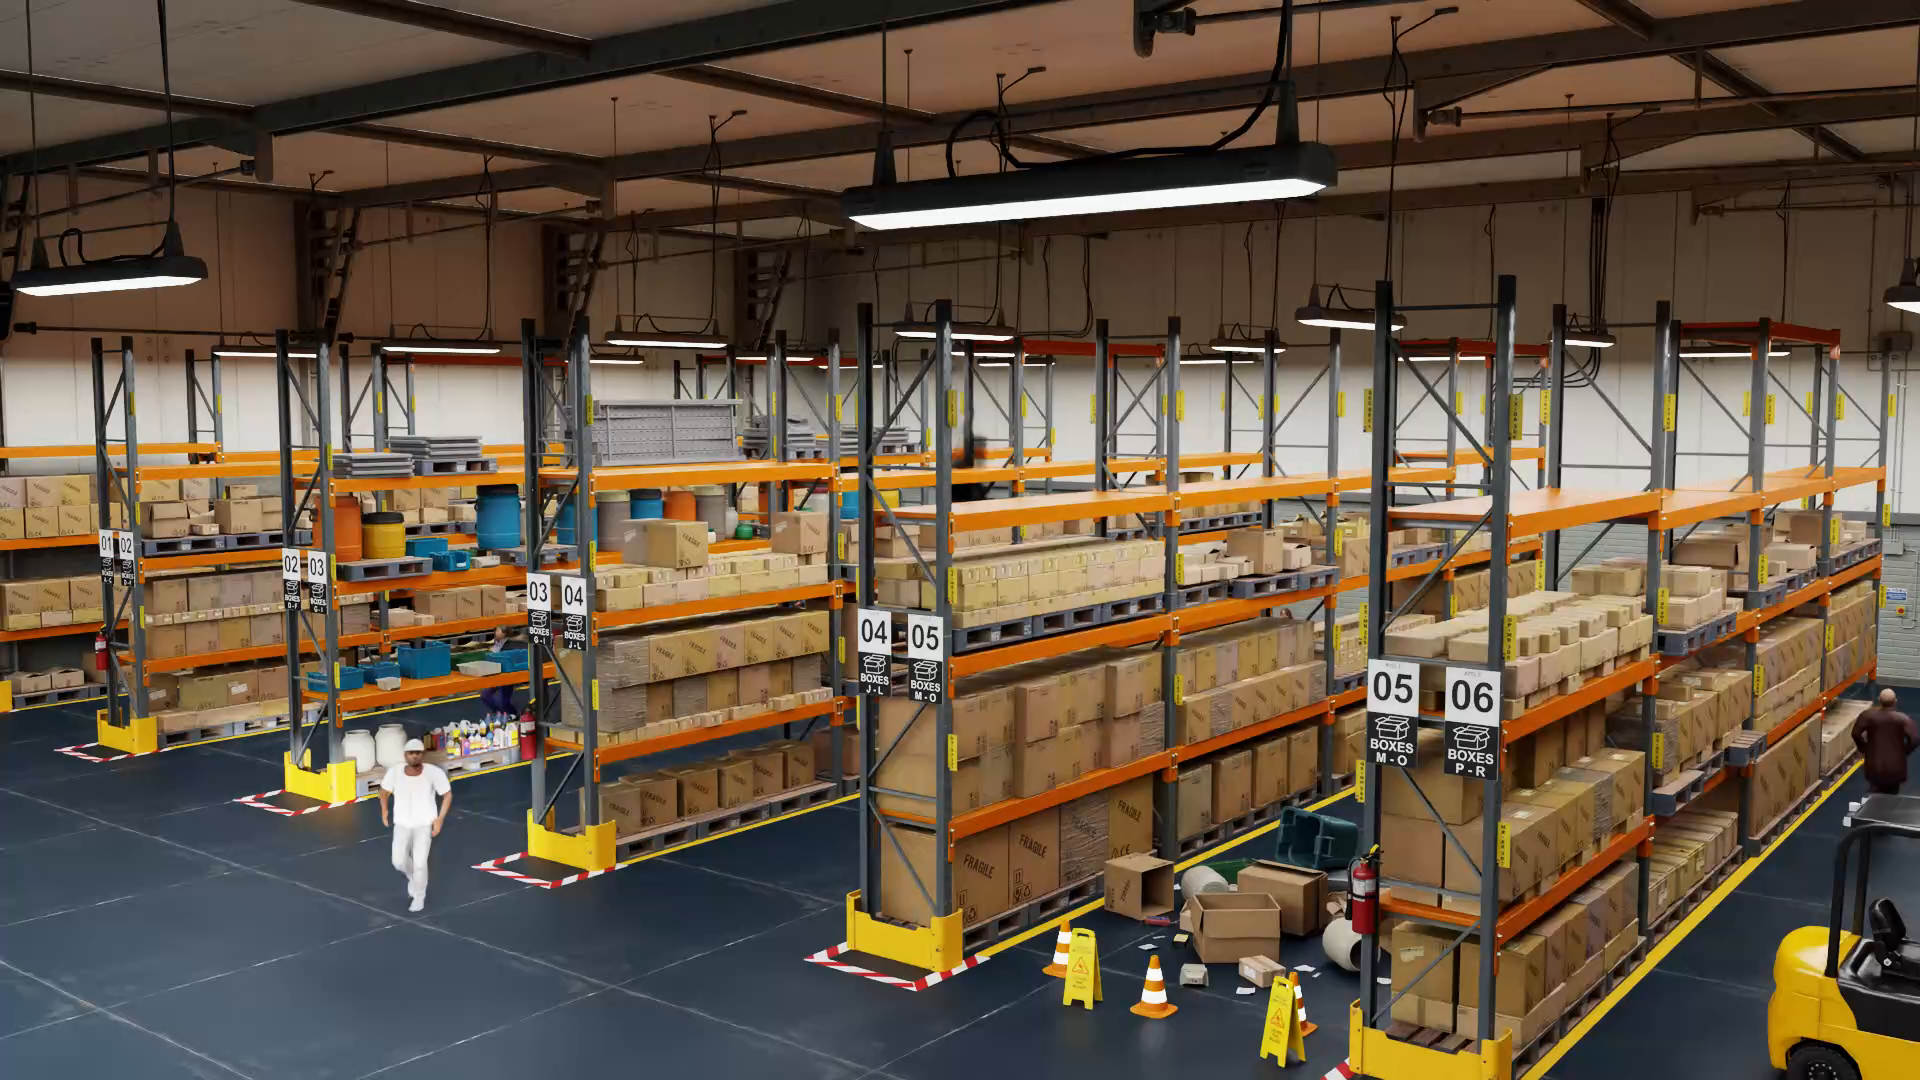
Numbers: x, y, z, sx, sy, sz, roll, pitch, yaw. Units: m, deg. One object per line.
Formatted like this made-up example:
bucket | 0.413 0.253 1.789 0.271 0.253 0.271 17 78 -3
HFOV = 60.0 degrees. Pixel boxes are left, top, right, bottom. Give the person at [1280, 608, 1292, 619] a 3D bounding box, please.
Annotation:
person | 5.478 1.930 28.307 0.498 1.562 0.536 3 6 28

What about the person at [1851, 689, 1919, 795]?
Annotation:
person | 10.889 2.609 19.566 0.712 1.739 0.580 4 6 36

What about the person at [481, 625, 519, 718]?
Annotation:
person | -7.038 2.129 25.584 0.663 1.642 0.593 5 7 43

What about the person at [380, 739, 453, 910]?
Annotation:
person | -5.495 2.857 16.733 0.732 1.728 0.529 0 5 -4
